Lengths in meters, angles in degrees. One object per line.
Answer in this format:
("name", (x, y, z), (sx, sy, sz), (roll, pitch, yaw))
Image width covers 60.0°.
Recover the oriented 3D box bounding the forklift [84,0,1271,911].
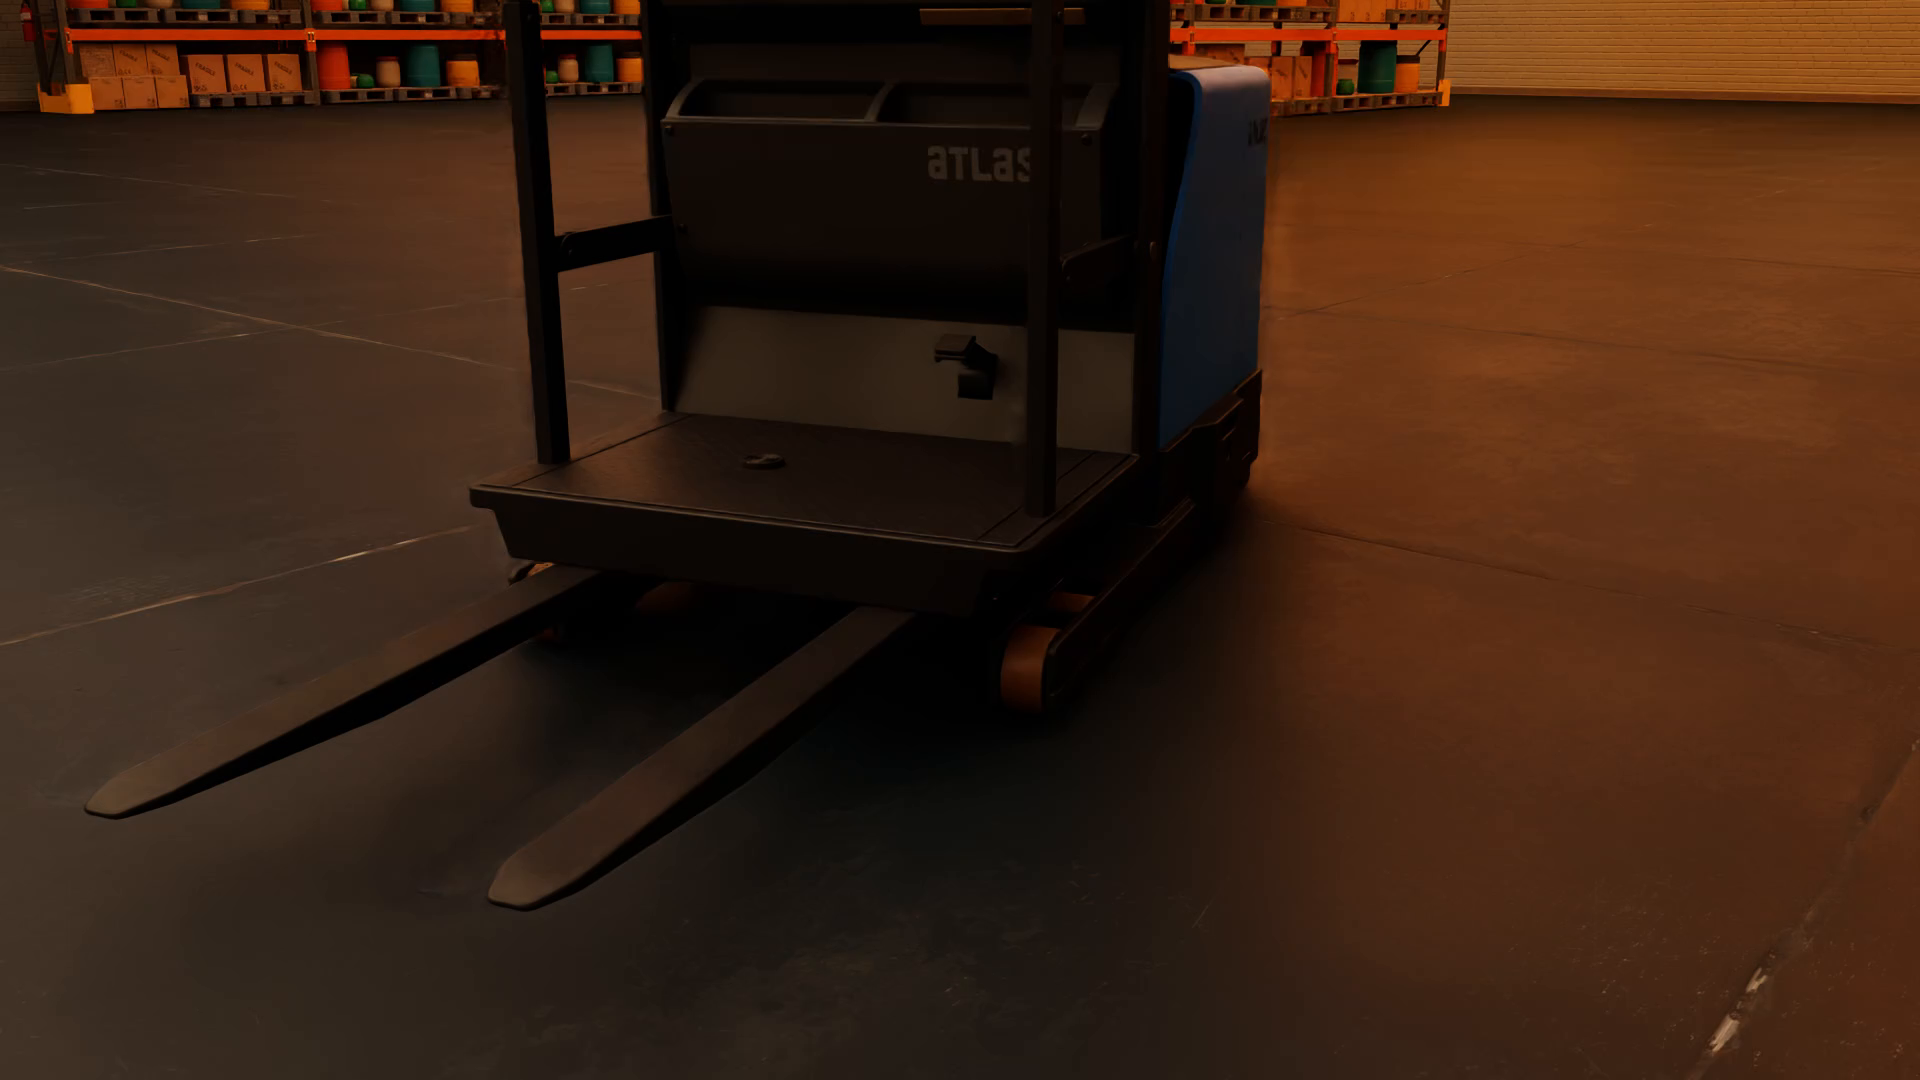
("forklift", (-0.224, -1.227, 2.939), (1.130, 2.935, 3.031), (7, 18, 21))
